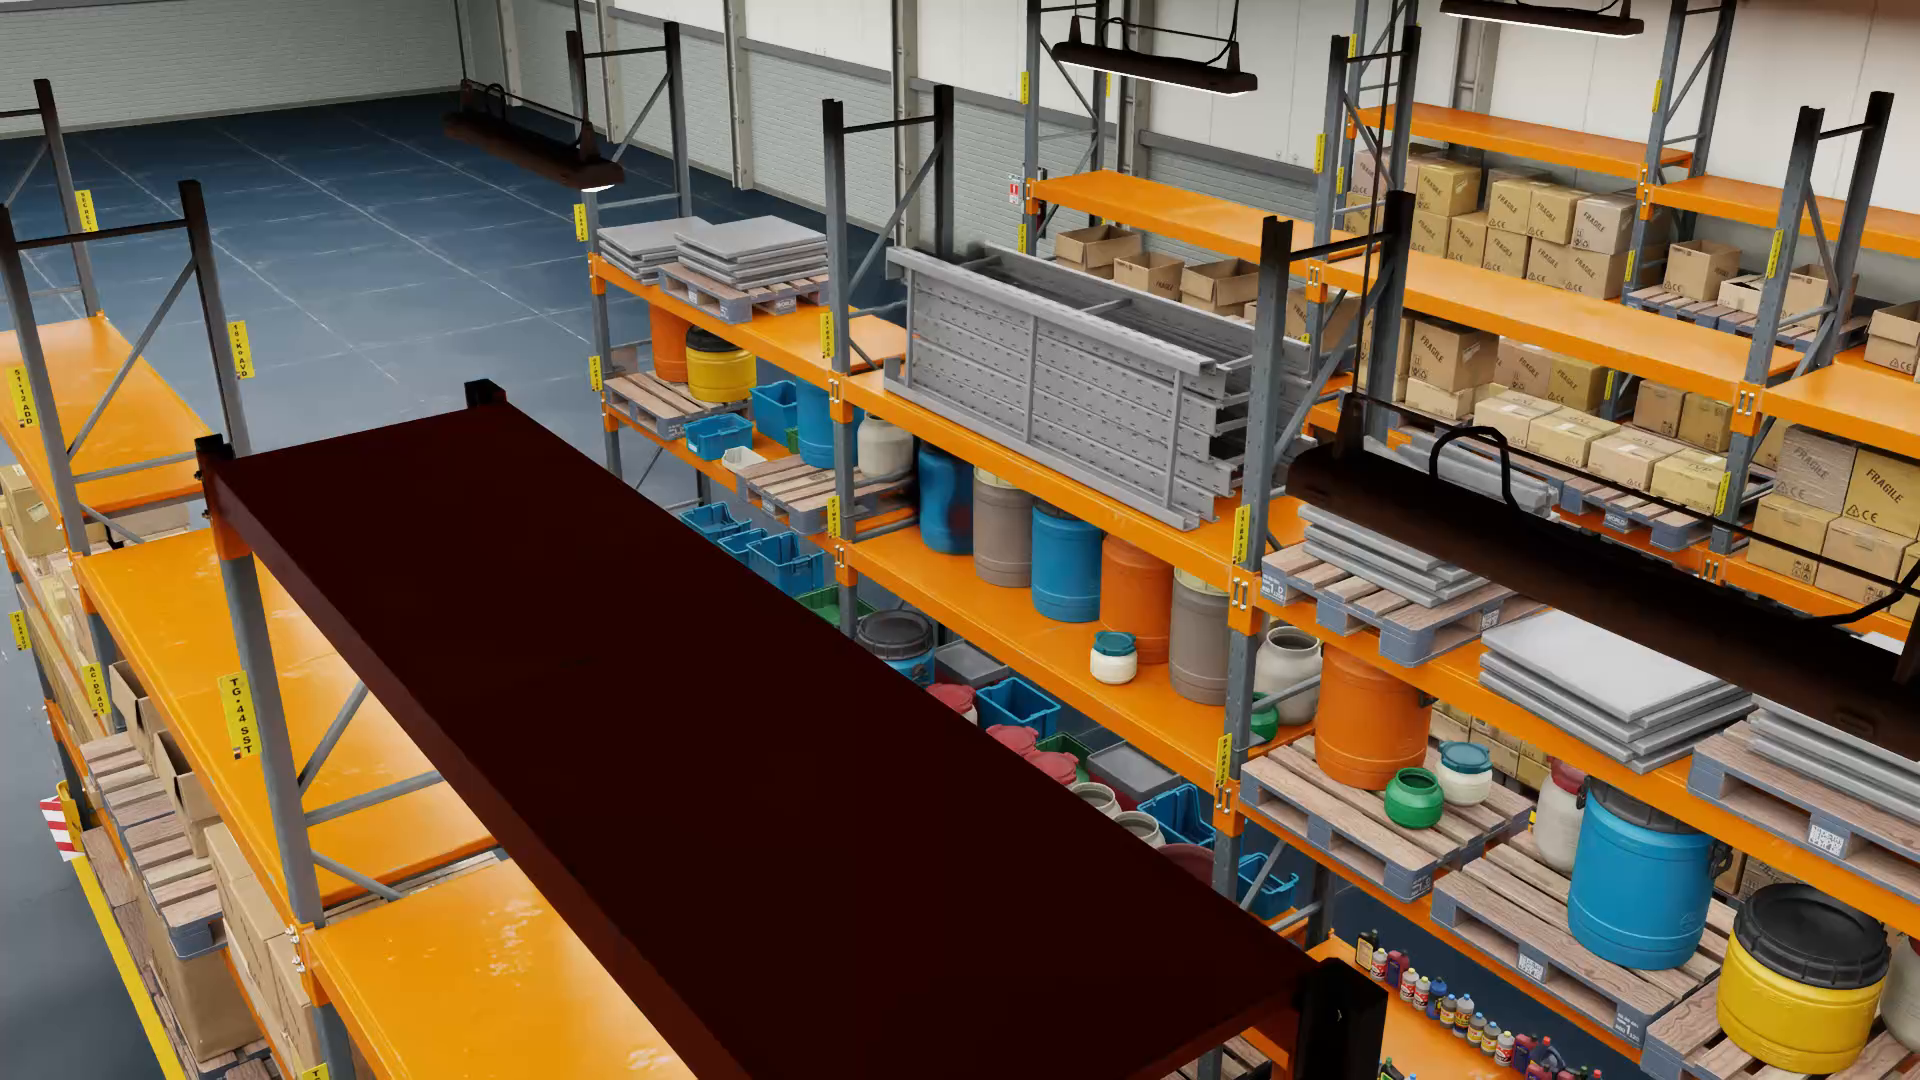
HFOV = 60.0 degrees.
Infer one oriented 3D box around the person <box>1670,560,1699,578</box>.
[{"bbox_3d":[6.442,0.890,15.019,0.689,1.724,0.679,-16,29,-30],"label":"person"}]
